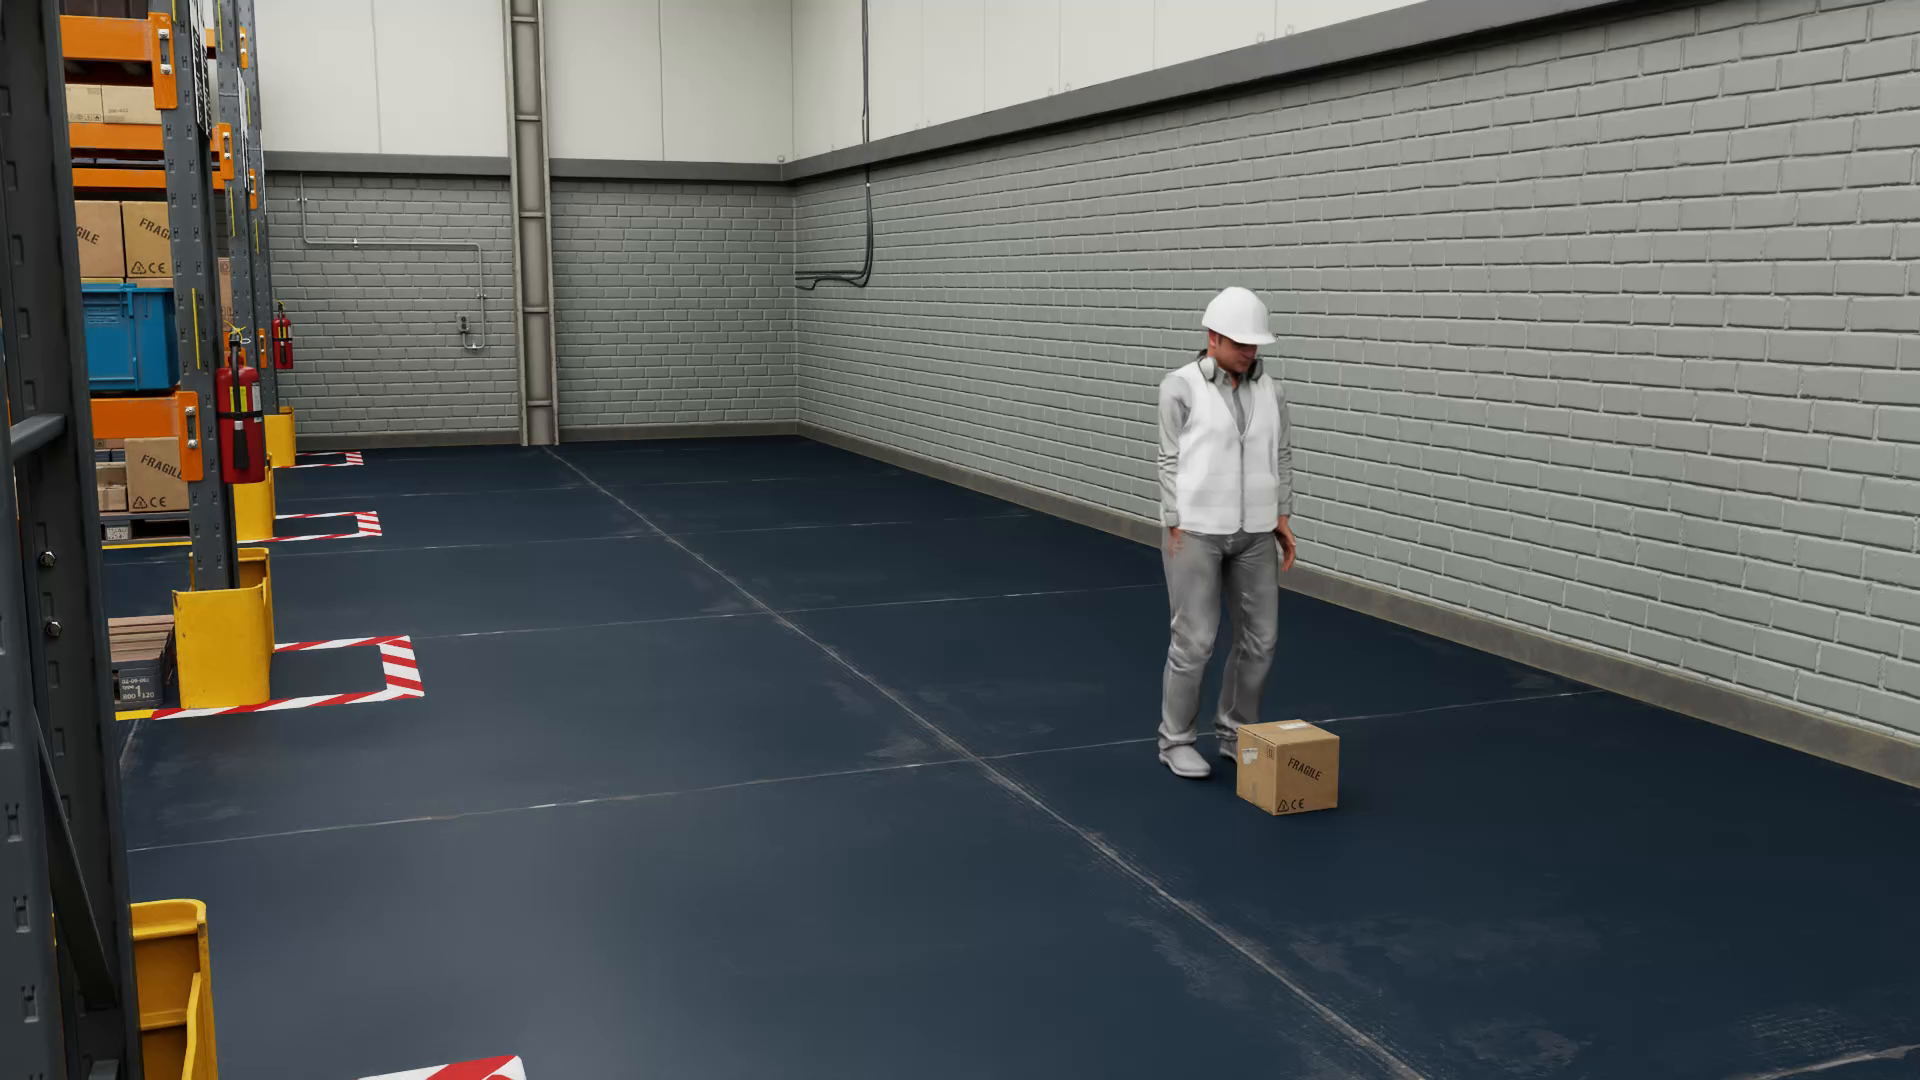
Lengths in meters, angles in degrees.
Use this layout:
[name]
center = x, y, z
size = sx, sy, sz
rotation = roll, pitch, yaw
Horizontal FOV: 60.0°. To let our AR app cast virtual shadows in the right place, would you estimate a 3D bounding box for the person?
[person]
center = 0.969, -0.032, 6.046
size = 0.538, 1.760, 0.378
rotation = -3, 9, -20
